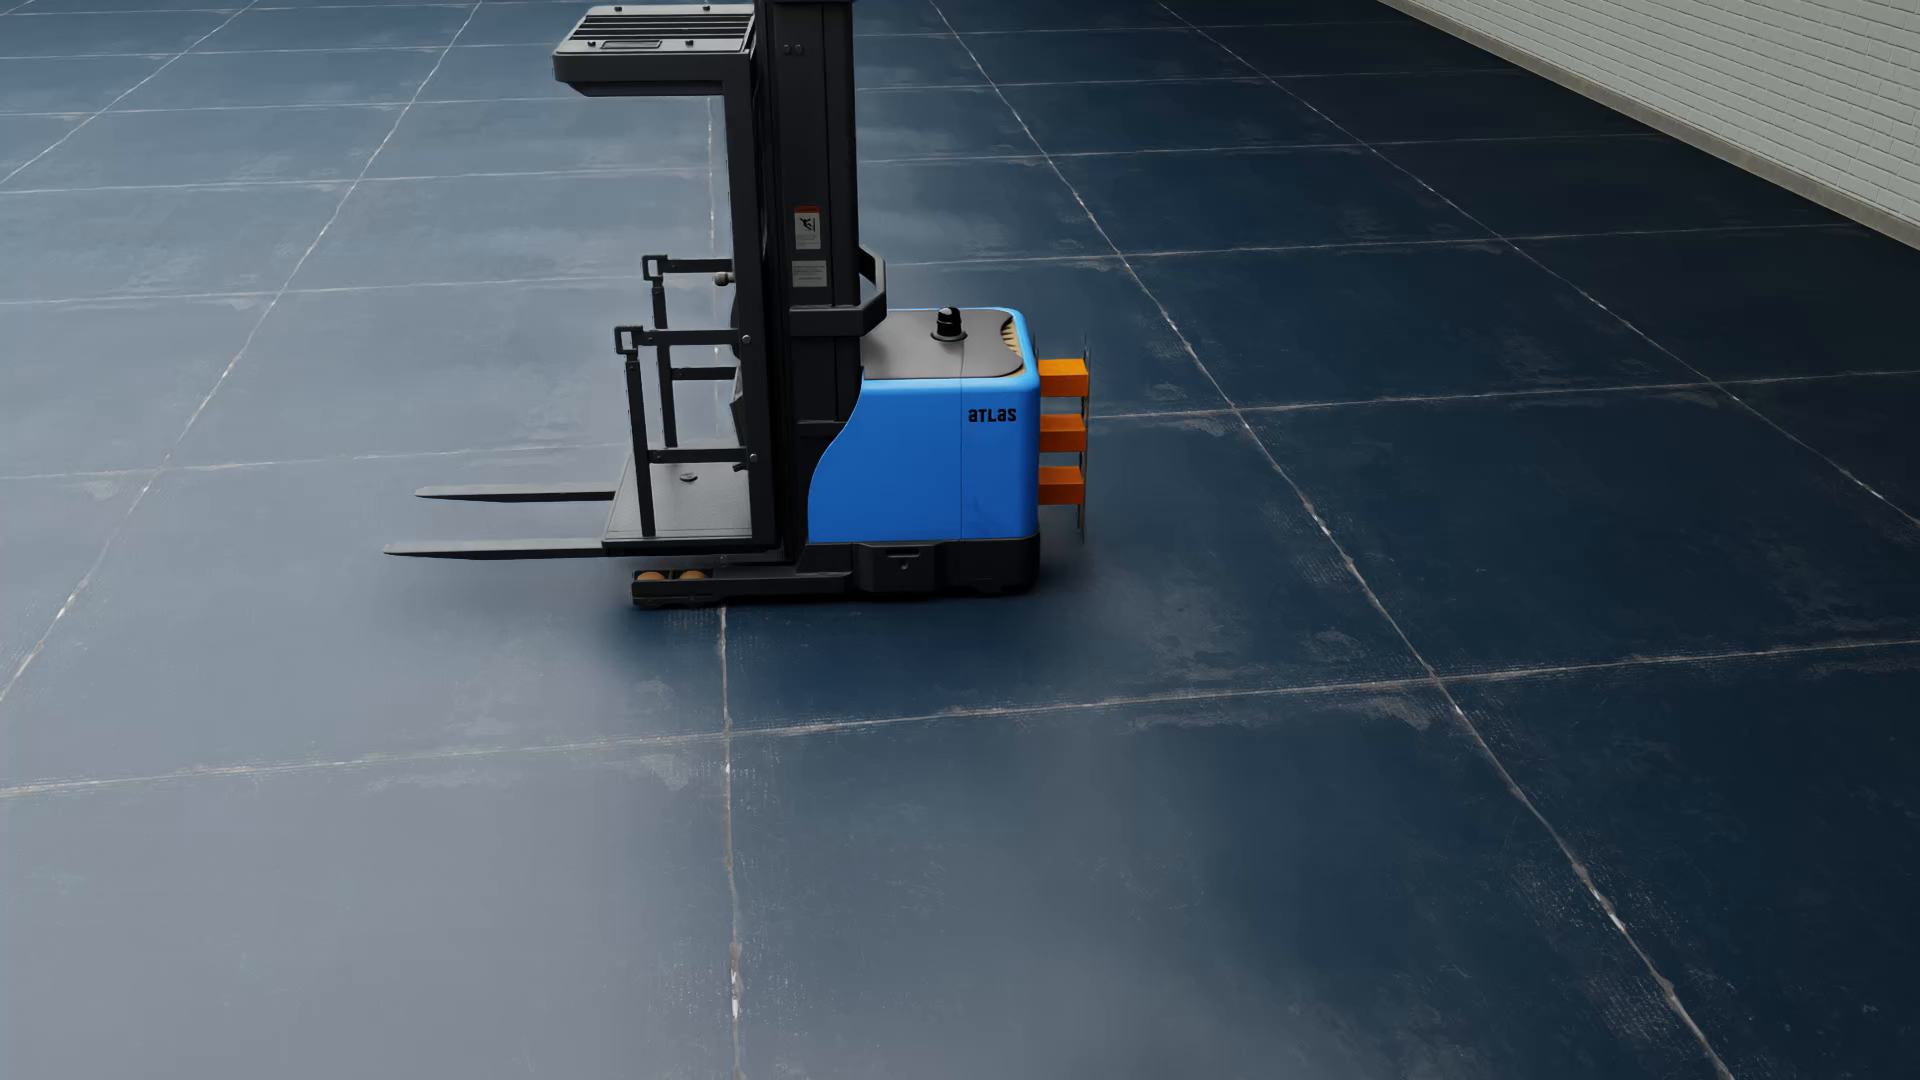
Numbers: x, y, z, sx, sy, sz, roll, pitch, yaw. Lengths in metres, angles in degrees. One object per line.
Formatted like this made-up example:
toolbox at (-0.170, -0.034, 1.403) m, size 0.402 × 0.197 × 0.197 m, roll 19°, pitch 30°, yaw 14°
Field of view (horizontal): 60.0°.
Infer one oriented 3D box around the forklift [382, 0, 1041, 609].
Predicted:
forklift at (-1.165, -1.237, 7.451) m, size 3.031 × 2.935 × 1.130 m, roll -1°, pitch 27°, yaw -3°

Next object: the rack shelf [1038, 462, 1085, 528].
rack shelf at (0.477, -0.218, 8.156) m, size 0.240 × 0.259 × 0.215 m, roll -1°, pitch 27°, yaw -3°

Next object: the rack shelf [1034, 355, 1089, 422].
rack shelf at (0.477, -0.717, 7.900) m, size 0.240 × 0.259 × 0.215 m, roll -1°, pitch 27°, yaw -3°

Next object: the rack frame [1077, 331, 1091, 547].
rack frame at (0.598, -0.477, 8.030) m, size 0.008 × 1.050 × 0.200 m, roll -1°, pitch 27°, yaw -3°

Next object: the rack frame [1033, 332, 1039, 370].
rack frame at (0.355, -0.471, 8.019) m, size 0.008 × 1.050 × 0.200 m, roll -1°, pitch 27°, yaw -3°

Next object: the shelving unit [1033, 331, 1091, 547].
shelving unit at (0.477, -0.474, 8.024) m, size 0.252 × 1.050 × 0.215 m, roll -1°, pitch 27°, yaw -3°

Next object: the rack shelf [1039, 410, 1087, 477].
rack shelf at (0.477, -0.465, 8.029) m, size 0.240 × 0.259 × 0.215 m, roll -1°, pitch 27°, yaw -3°
